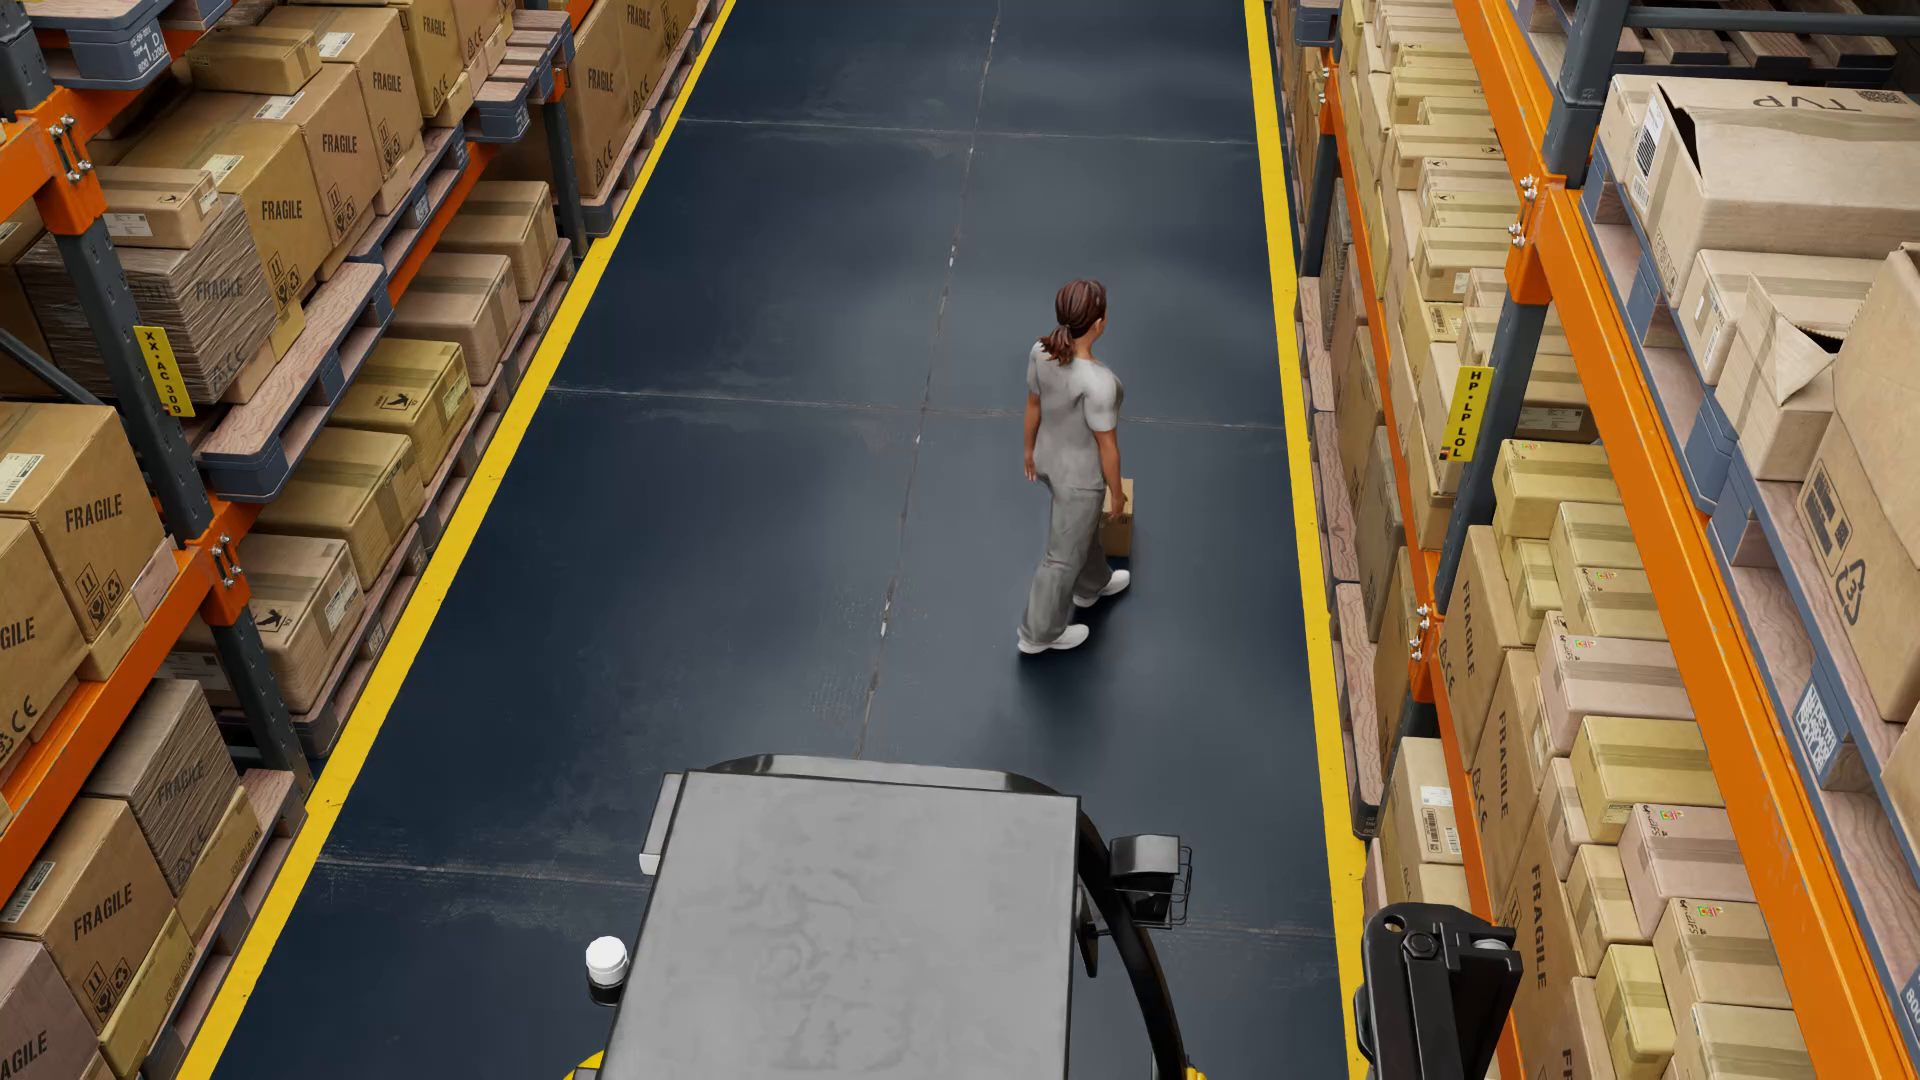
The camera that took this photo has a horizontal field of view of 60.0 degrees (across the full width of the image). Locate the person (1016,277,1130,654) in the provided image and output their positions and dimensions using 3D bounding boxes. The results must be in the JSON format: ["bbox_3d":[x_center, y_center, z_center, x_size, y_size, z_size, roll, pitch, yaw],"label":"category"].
[{"bbox_3d":[0.514,-0.289,6.486,0.659,1.666,0.465,-21,44,-23],"label":"person"}]
